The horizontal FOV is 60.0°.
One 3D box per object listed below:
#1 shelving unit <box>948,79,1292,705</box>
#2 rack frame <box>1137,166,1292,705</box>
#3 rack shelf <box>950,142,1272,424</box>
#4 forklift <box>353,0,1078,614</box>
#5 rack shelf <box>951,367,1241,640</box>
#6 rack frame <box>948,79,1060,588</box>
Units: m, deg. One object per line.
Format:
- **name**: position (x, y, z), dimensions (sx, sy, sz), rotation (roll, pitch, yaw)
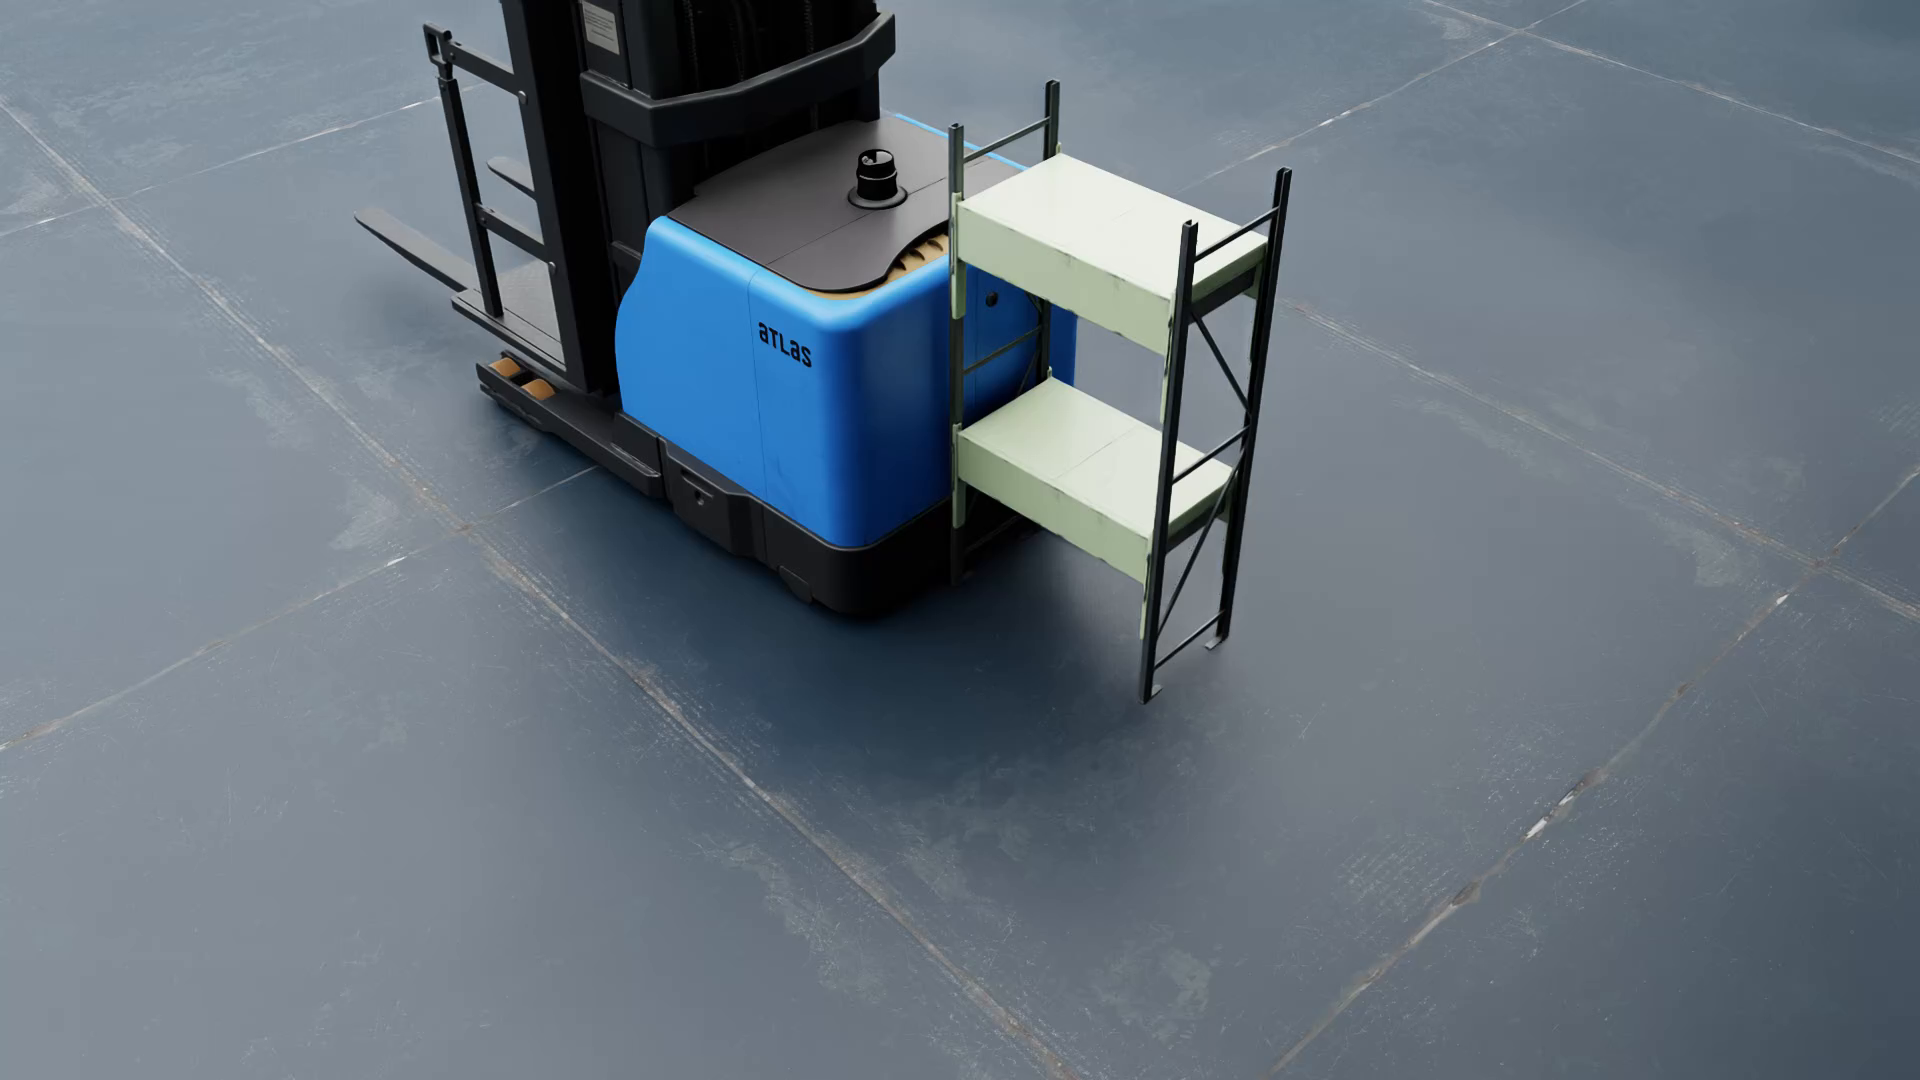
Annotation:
- **shelving unit**: position (0.381, -0.373, 4.518), dimensions (0.755, 1.500, 0.431), rotation (31, 48, 33)
- **rack frame**: position (0.645, -0.214, 4.321), dimensions (0.023, 1.500, 0.400), rotation (31, 48, 33)
- **rack shelf**: position (0.381, -0.677, 4.273), dimensions (0.720, 0.370, 0.431), rotation (31, 48, 33)
- **forklift**: position (-1.039, -1.735, 5.065), dimensions (3.031, 2.935, 1.130), rotation (31, 48, 33)
- **rack shelf**: position (0.381, -0.119, 4.723), dimensions (0.720, 0.370, 0.431), rotation (31, 48, 33)
- **rack frame**: position (0.116, -0.532, 4.715), dimensions (0.023, 1.500, 0.400), rotation (31, 48, 33)
